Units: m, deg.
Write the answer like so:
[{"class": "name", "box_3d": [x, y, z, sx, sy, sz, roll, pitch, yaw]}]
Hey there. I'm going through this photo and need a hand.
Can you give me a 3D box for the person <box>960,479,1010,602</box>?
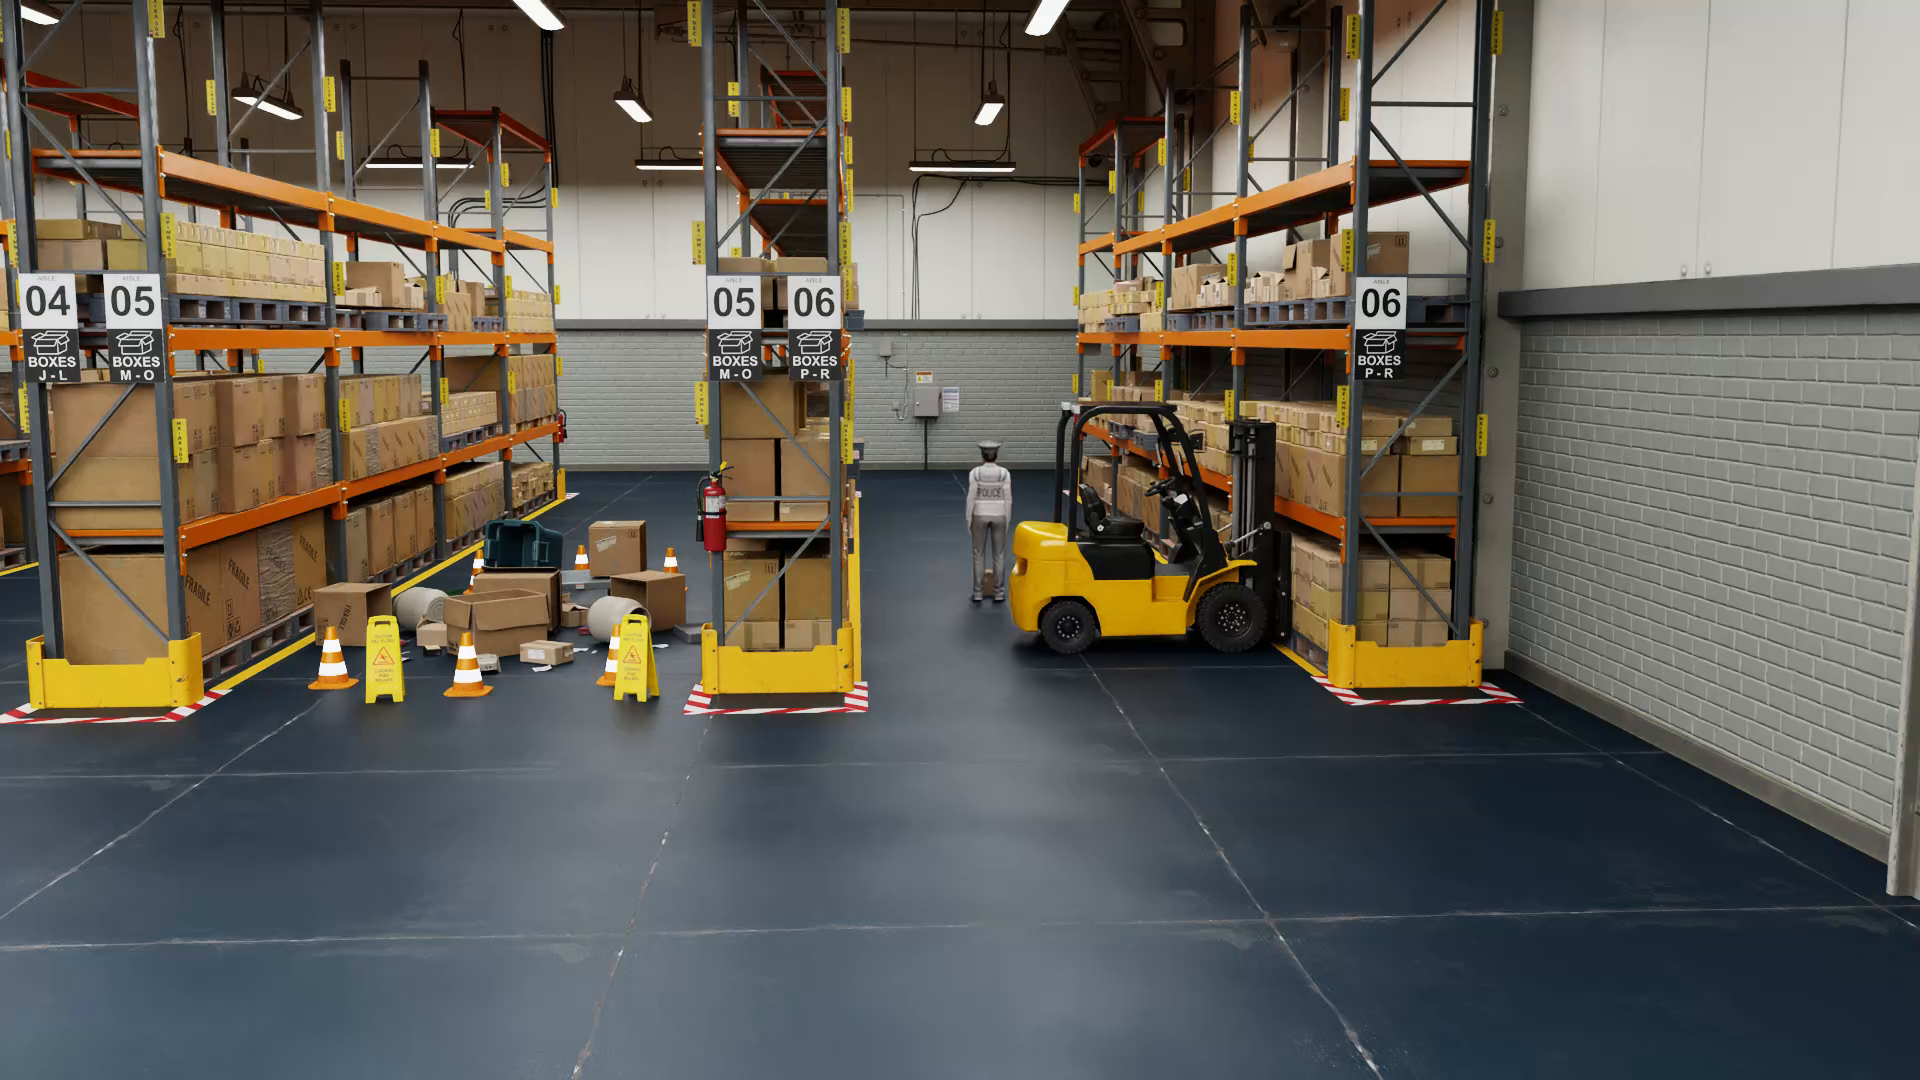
[{"class": "person", "box_3d": [0.267, 0.006, 17.385, 0.531, 1.263, 0.765, 0, 7, -4]}]
